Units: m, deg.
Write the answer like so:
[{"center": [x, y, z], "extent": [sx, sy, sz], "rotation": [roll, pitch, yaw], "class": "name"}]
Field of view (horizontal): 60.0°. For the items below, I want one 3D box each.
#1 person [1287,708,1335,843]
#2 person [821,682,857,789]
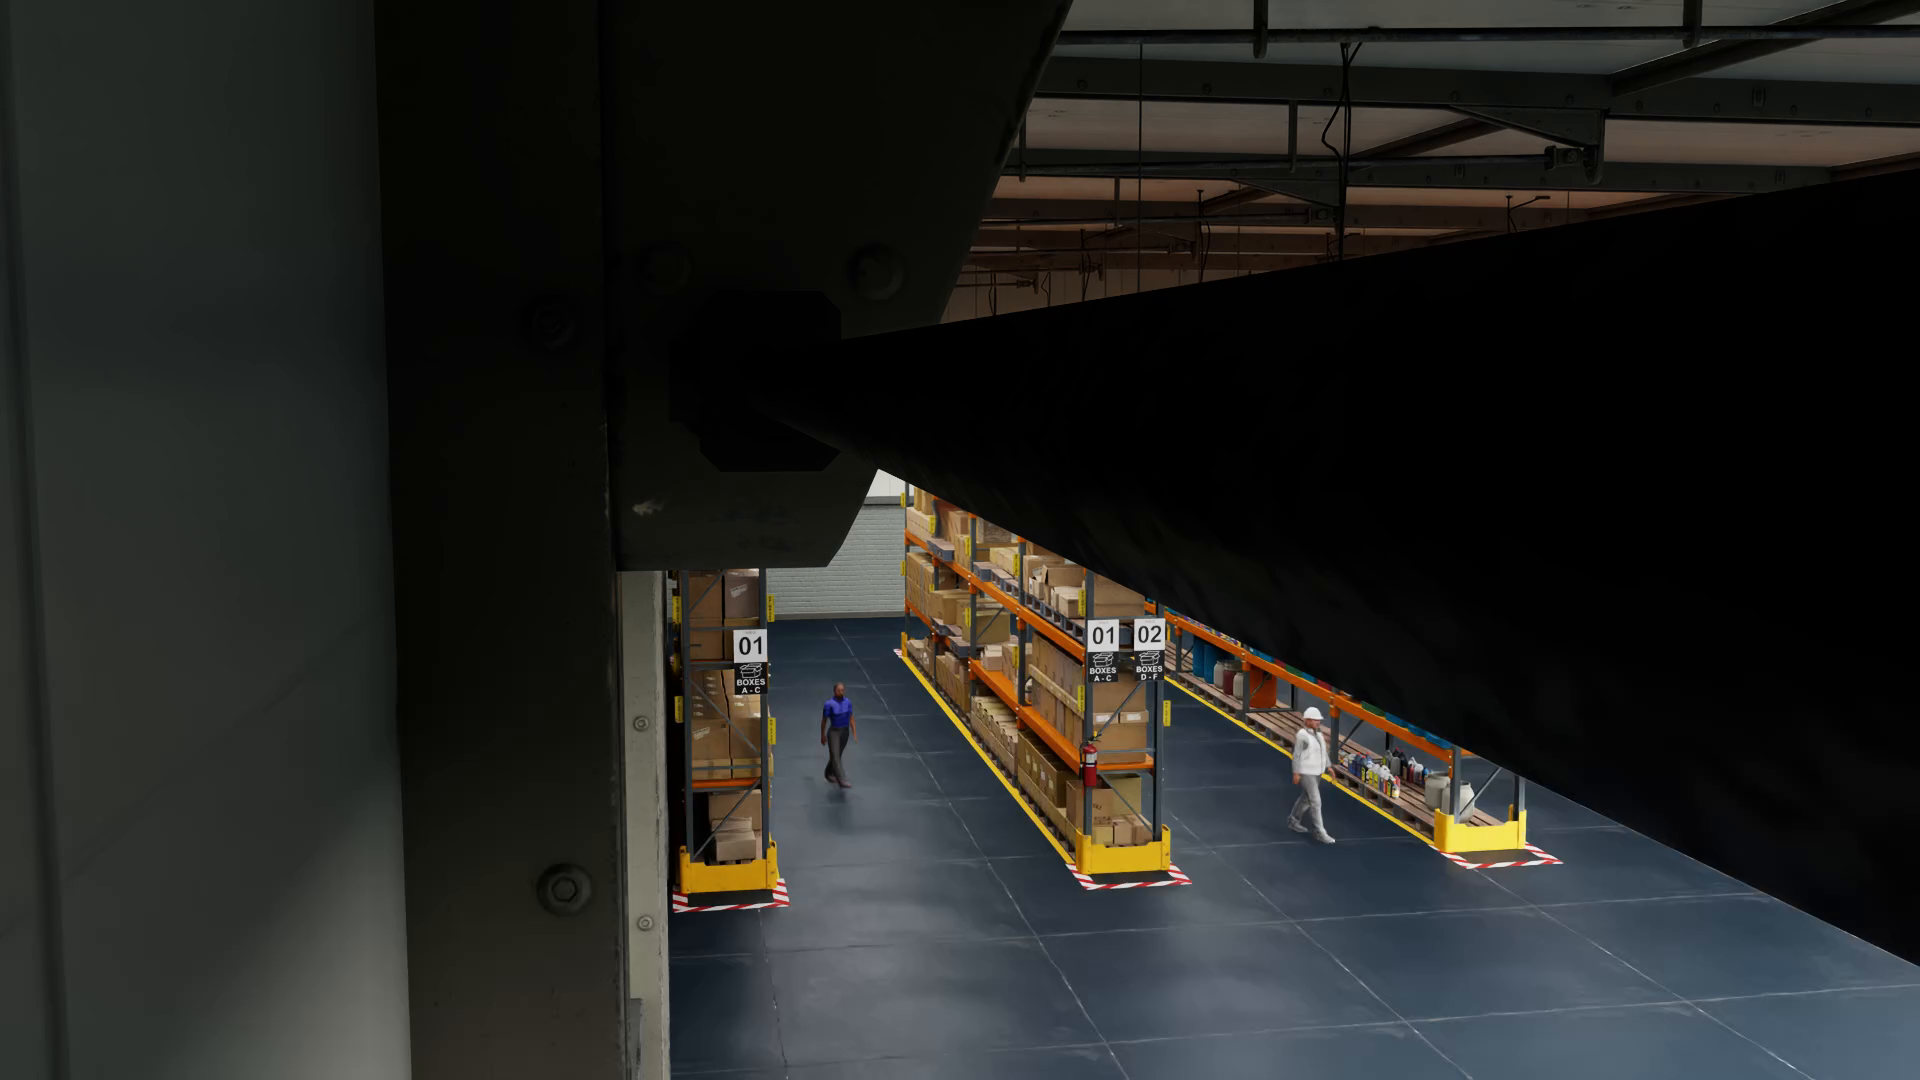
[{"center": [4.777, 3.125, 22.383], "extent": [0.867, 1.739, 0.569], "rotation": [5, 8, 40], "class": "person"}, {"center": [-1.797, 2.925, 24.971], "extent": [0.491, 1.595, 1.041], "rotation": [-5, 8, -39], "class": "person"}]
